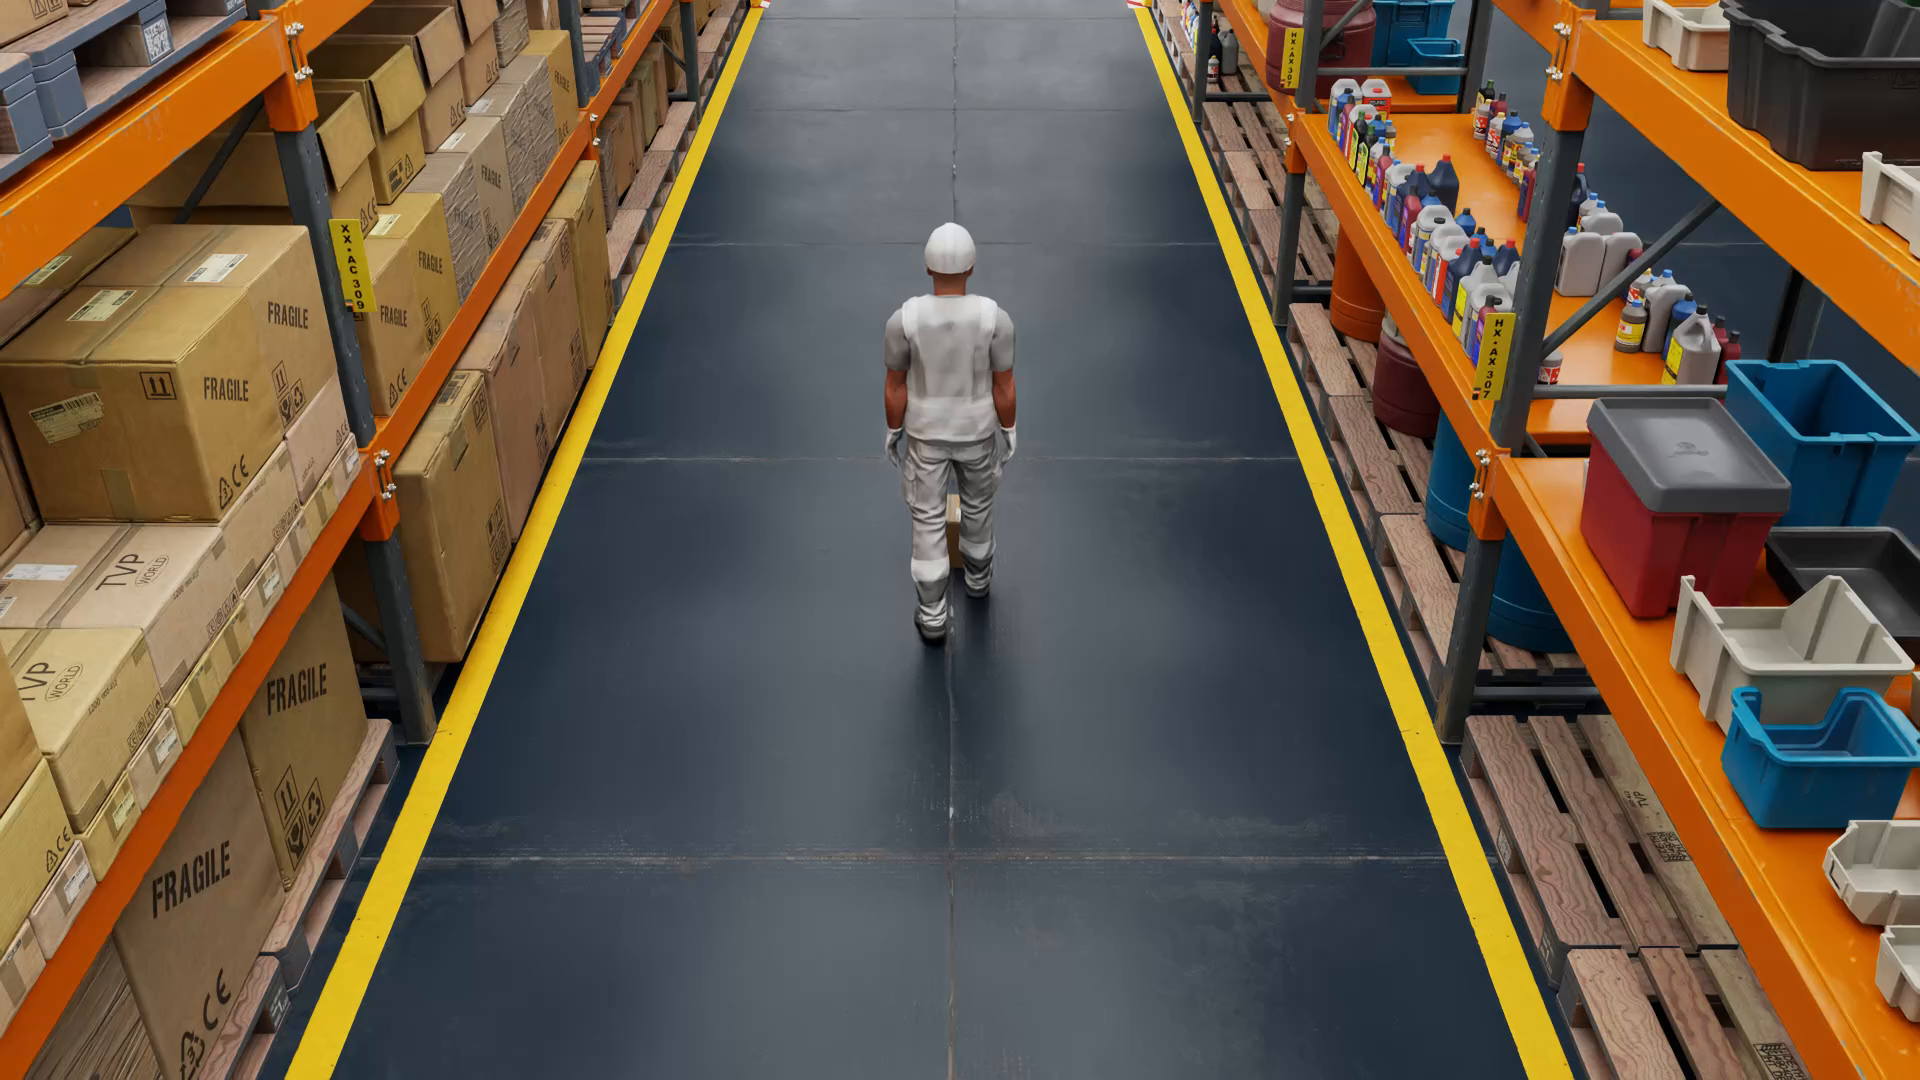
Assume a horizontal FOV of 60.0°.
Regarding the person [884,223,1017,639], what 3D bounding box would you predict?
[{"bbox_3d":[-0.038,-0.485,6.903,0.544,1.790,0.655,0,31,0],"label":"person"}]
